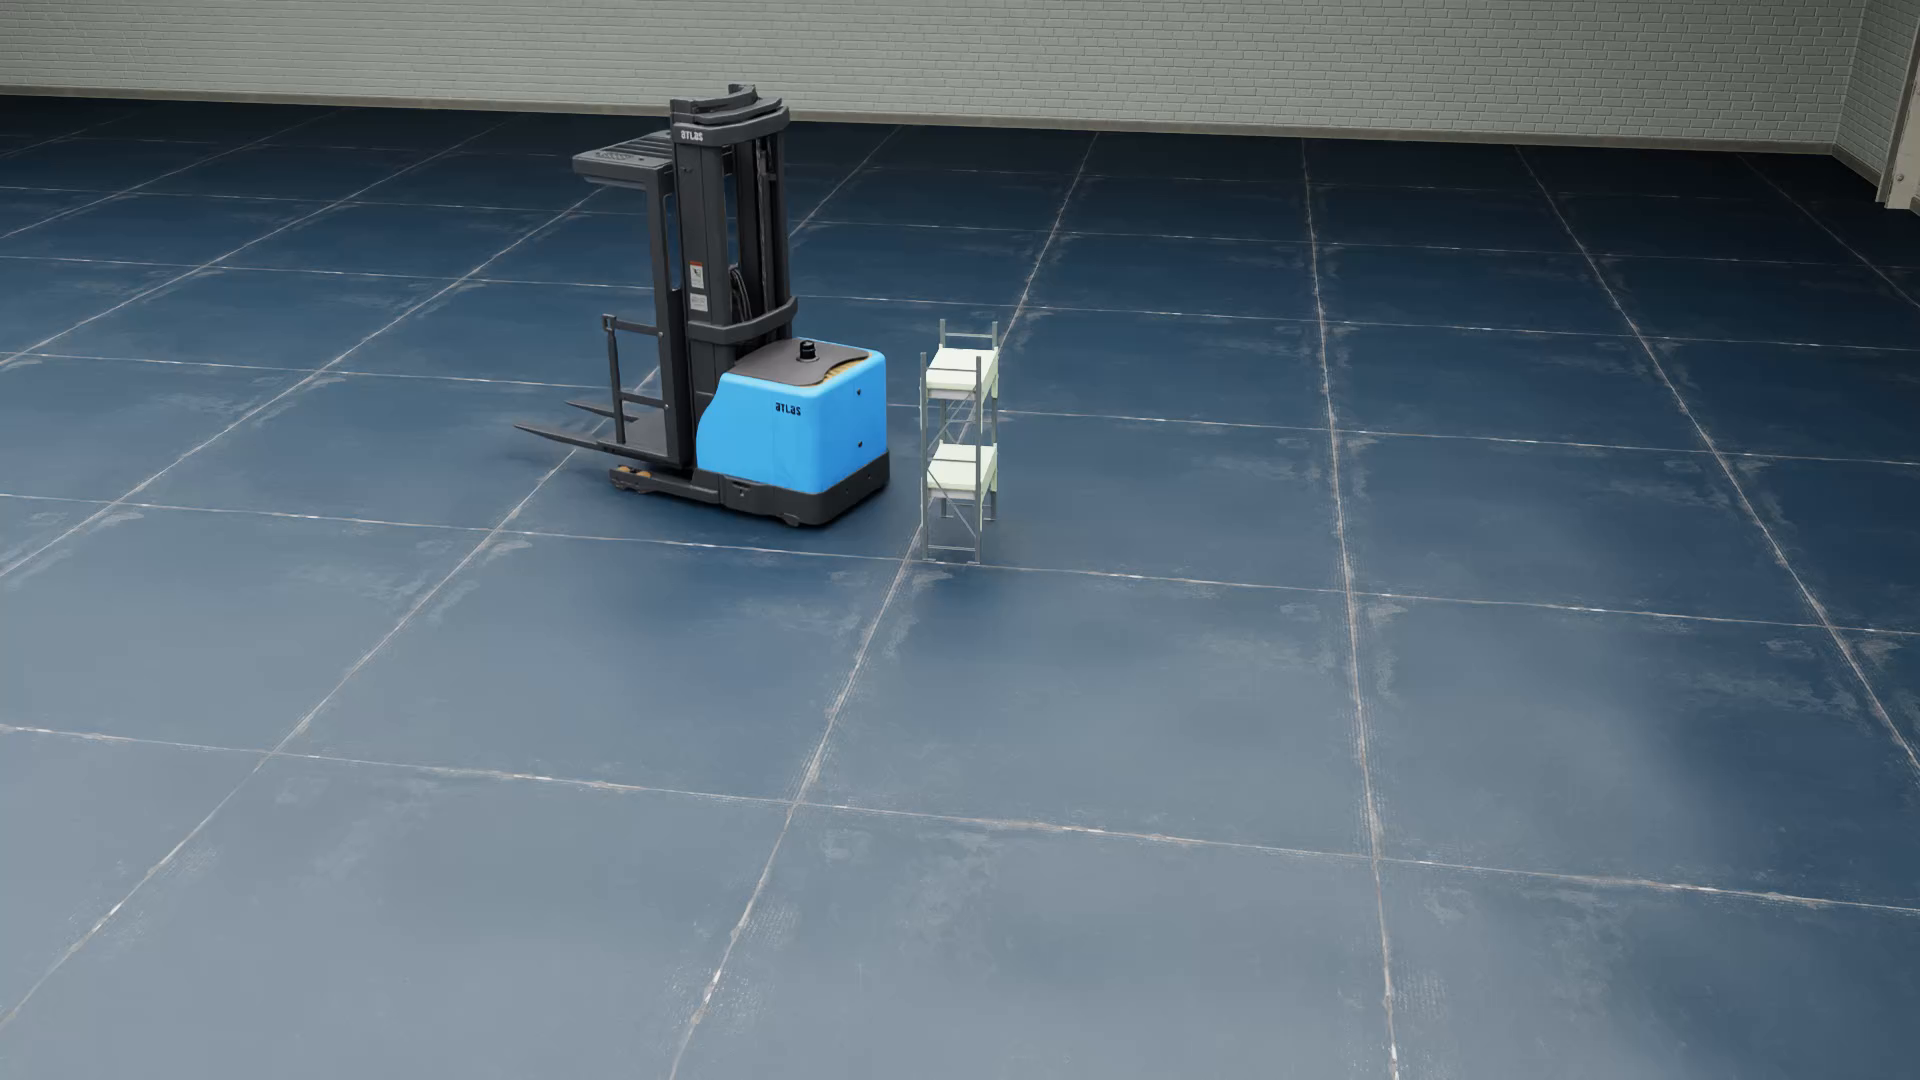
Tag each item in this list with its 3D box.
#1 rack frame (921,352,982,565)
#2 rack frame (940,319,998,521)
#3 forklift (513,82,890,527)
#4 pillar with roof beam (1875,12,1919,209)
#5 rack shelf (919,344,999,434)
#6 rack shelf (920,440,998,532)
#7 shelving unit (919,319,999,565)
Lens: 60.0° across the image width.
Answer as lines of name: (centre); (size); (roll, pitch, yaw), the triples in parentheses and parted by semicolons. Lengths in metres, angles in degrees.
rack frame: (-0.059, -0.529, 11.155); (0.400, 1.500, 0.023); (4, 25, 9)
rack frame: (0.061, -0.835, 11.809); (0.400, 1.500, 0.023); (4, 25, 9)
forklift: (-2.075, -1.858, 12.306); (3.031, 2.935, 1.130); (13, 28, 26)
pillar with roof beam: (7.381, -8.548, 19.442); (9.100, 9.000, 0.400); (4, 25, 9)
rack shelf: (0.001, -1.036, 11.317); (0.431, 0.370, 0.720); (4, 25, 9)
rack shelf: (0.001, -0.387, 11.620); (0.431, 0.370, 0.720); (4, 25, 9)
shelving unit: (0.001, -0.682, 11.482); (0.431, 1.500, 0.755); (4, 25, 9)
